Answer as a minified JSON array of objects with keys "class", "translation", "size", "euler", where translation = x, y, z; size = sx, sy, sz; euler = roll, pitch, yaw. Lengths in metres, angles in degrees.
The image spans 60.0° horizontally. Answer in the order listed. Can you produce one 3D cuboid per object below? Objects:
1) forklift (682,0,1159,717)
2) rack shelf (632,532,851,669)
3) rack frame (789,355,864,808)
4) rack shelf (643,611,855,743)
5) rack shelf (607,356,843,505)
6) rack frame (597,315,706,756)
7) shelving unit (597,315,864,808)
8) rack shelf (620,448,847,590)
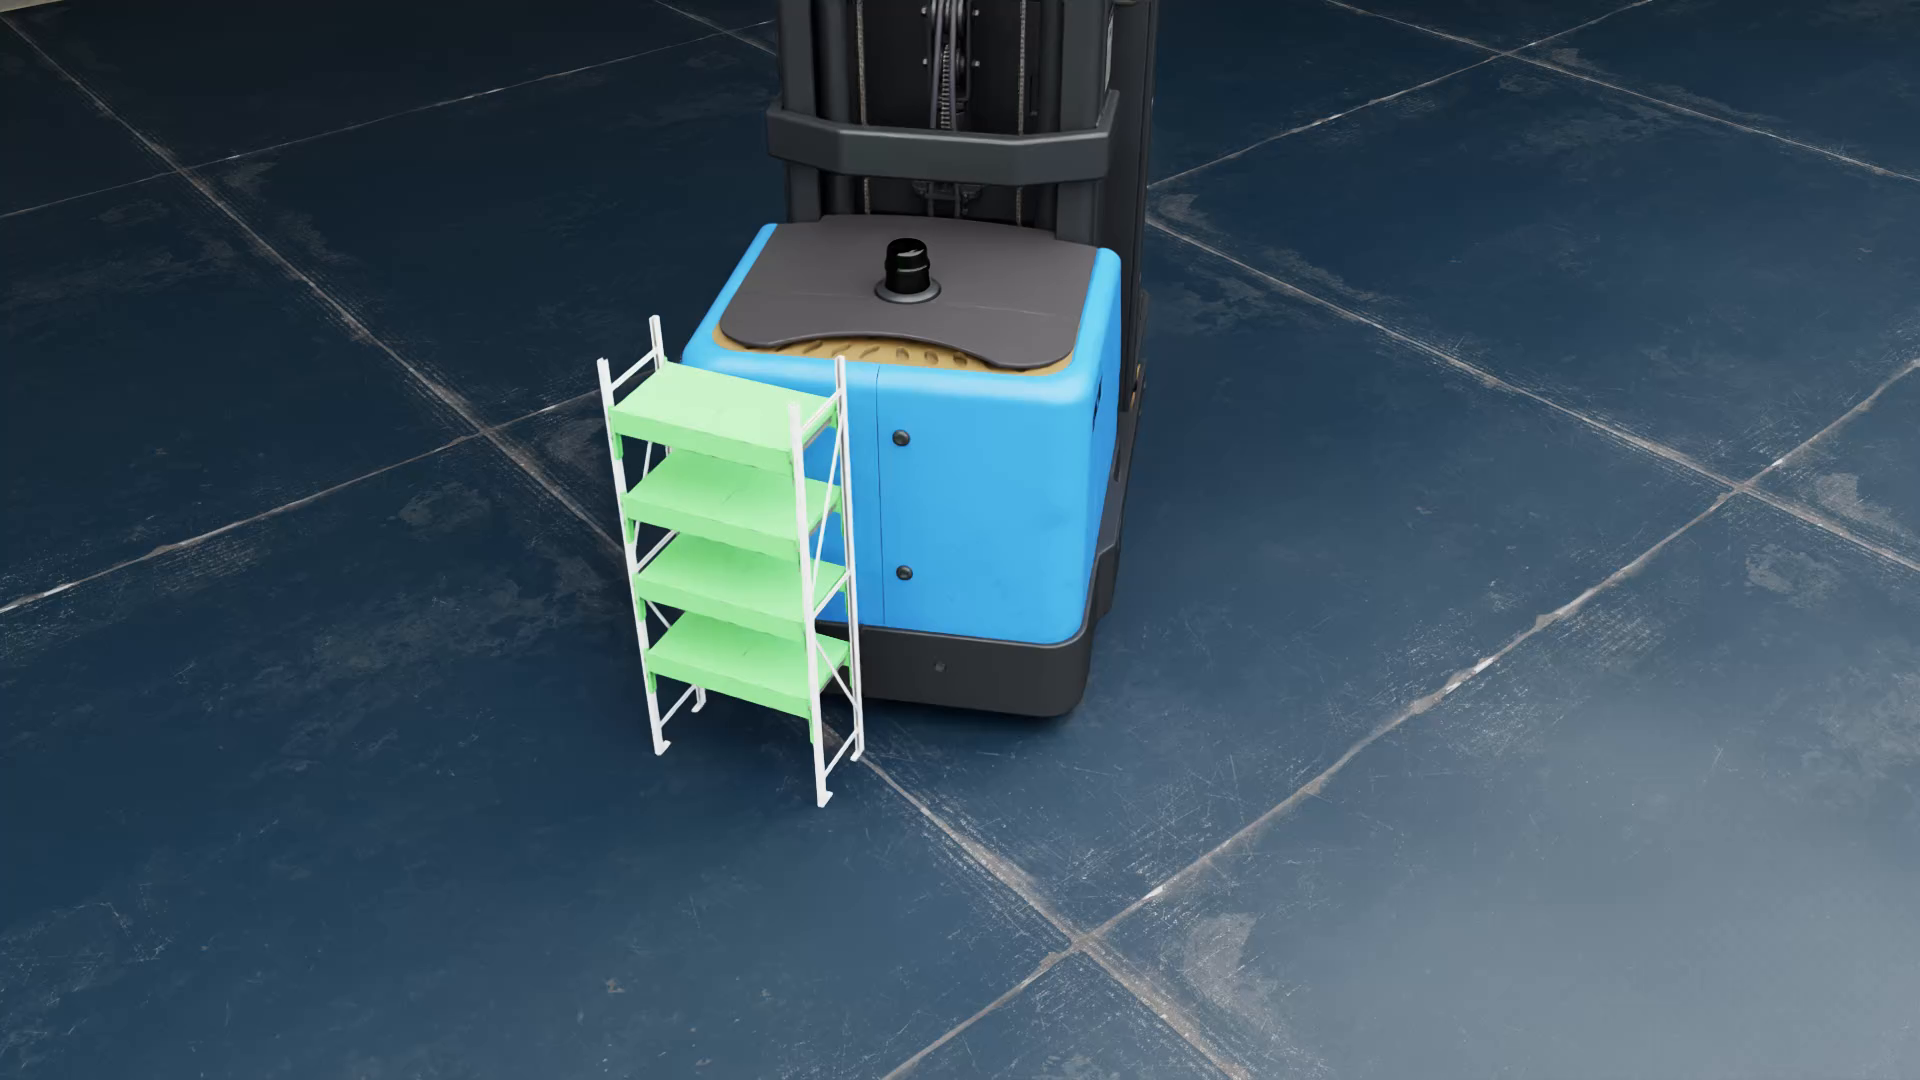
[{"class":"forklift","translation":[0.056,-1.567,4.927],"size":[1.130,2.935,3.031],"euler":[6,36,8]},{"class":"rack shelf","translation":[-0.537,0.131,4.135],"size":[0.480,0.148,0.258],"euler":[14,38,19]},{"class":"rack frame","translation":[-0.313,0.136,4.019],"size":[0.015,1.200,0.240],"euler":[14,38,19]},{"class":"rack shelf","translation":[-0.536,0.326,4.275],"size":[0.480,0.148,0.258],"euler":[14,38,19]},{"class":"rack shelf","translation":[-0.538,-0.259,3.855],"size":[0.480,0.148,0.258],"euler":[14,38,19]},{"class":"rack frame","translation":[-0.761,0.023,4.177],"size":[0.015,1.200,0.240],"euler":[14,38,19]},{"class":"shelving unit","translation":[-0.537,0.079,4.098],"size":[0.503,1.200,0.258],"euler":[14,38,19]},{"class":"rack shelf","translation":[-0.537,-0.064,3.995],"size":[0.480,0.148,0.258],"euler":[14,38,19]}]
